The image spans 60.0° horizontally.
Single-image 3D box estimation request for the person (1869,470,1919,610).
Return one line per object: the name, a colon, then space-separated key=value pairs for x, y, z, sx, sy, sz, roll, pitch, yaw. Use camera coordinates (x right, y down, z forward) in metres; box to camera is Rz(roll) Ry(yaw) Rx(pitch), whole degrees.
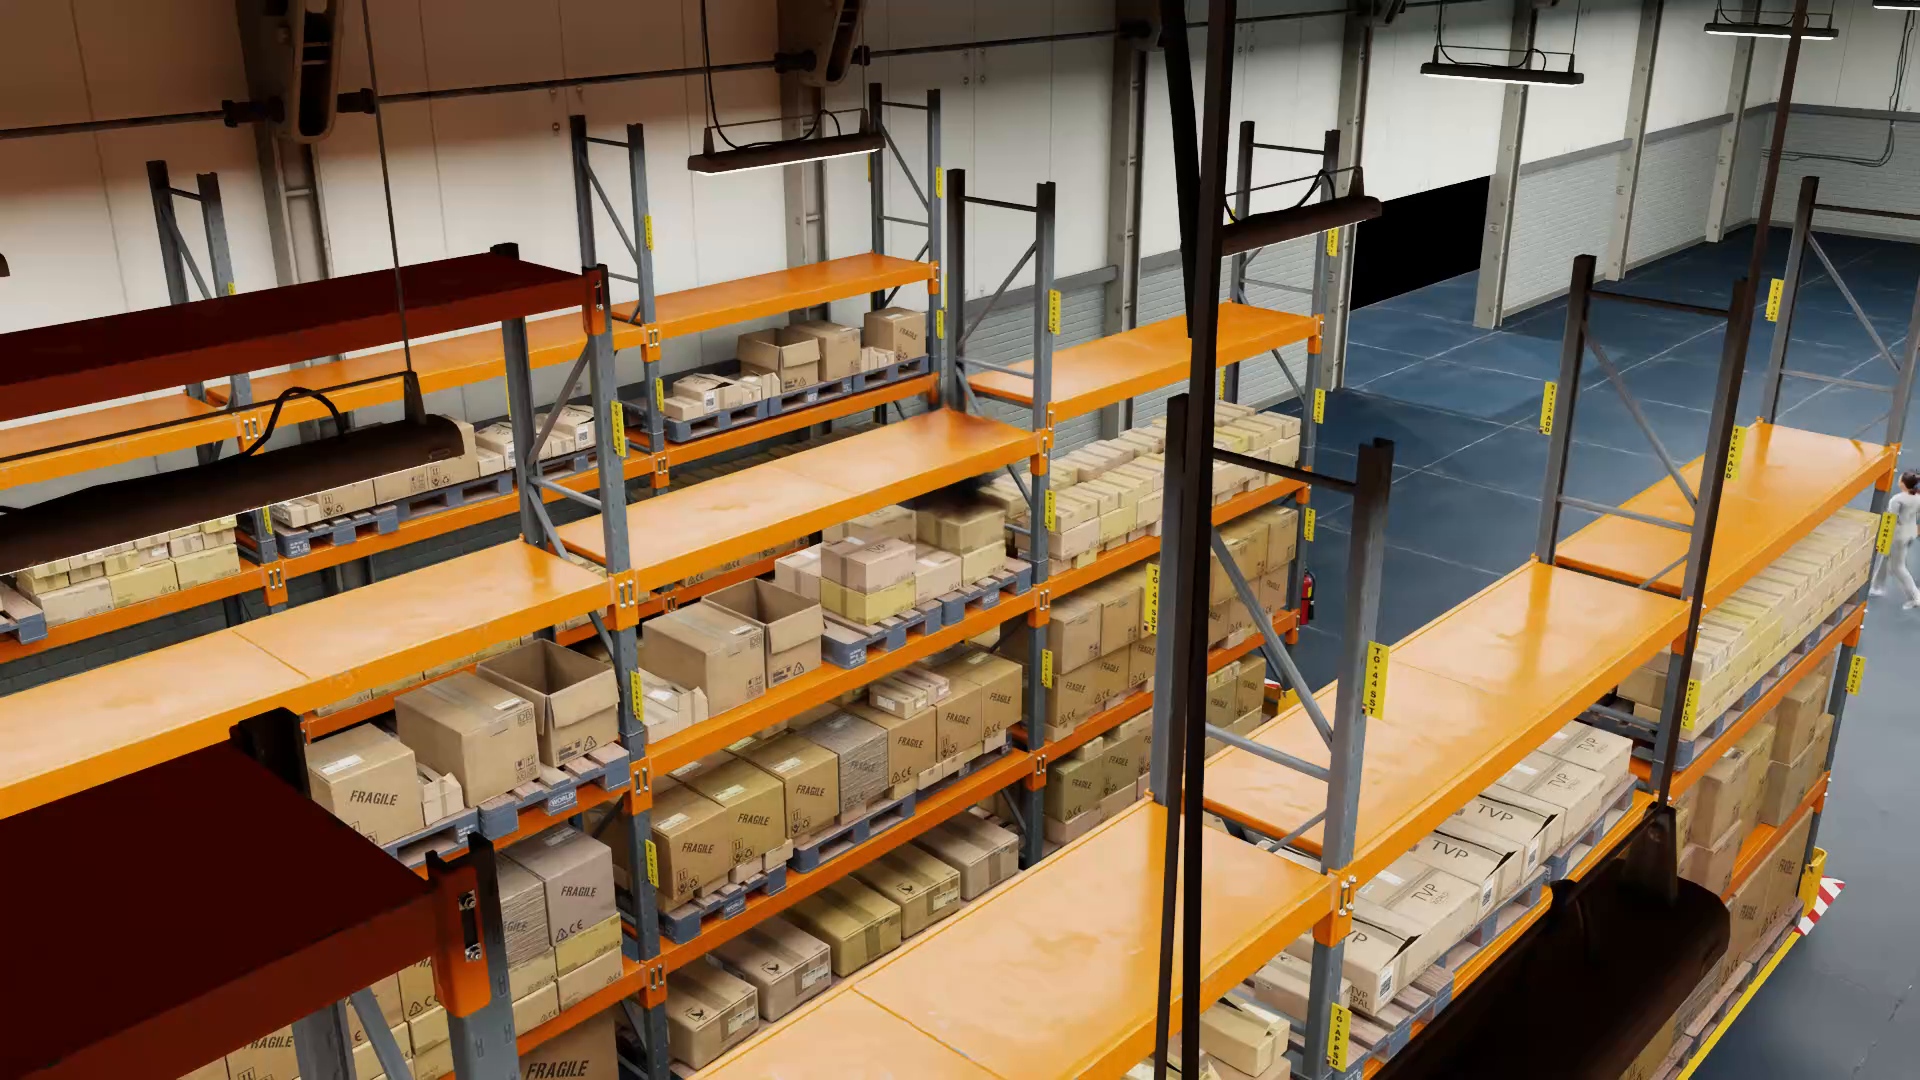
person: x=11.171 y=0.012 z=19.688 sx=0.523 sy=1.682 sz=0.954 roll=-8 pitch=22 yaw=-19
